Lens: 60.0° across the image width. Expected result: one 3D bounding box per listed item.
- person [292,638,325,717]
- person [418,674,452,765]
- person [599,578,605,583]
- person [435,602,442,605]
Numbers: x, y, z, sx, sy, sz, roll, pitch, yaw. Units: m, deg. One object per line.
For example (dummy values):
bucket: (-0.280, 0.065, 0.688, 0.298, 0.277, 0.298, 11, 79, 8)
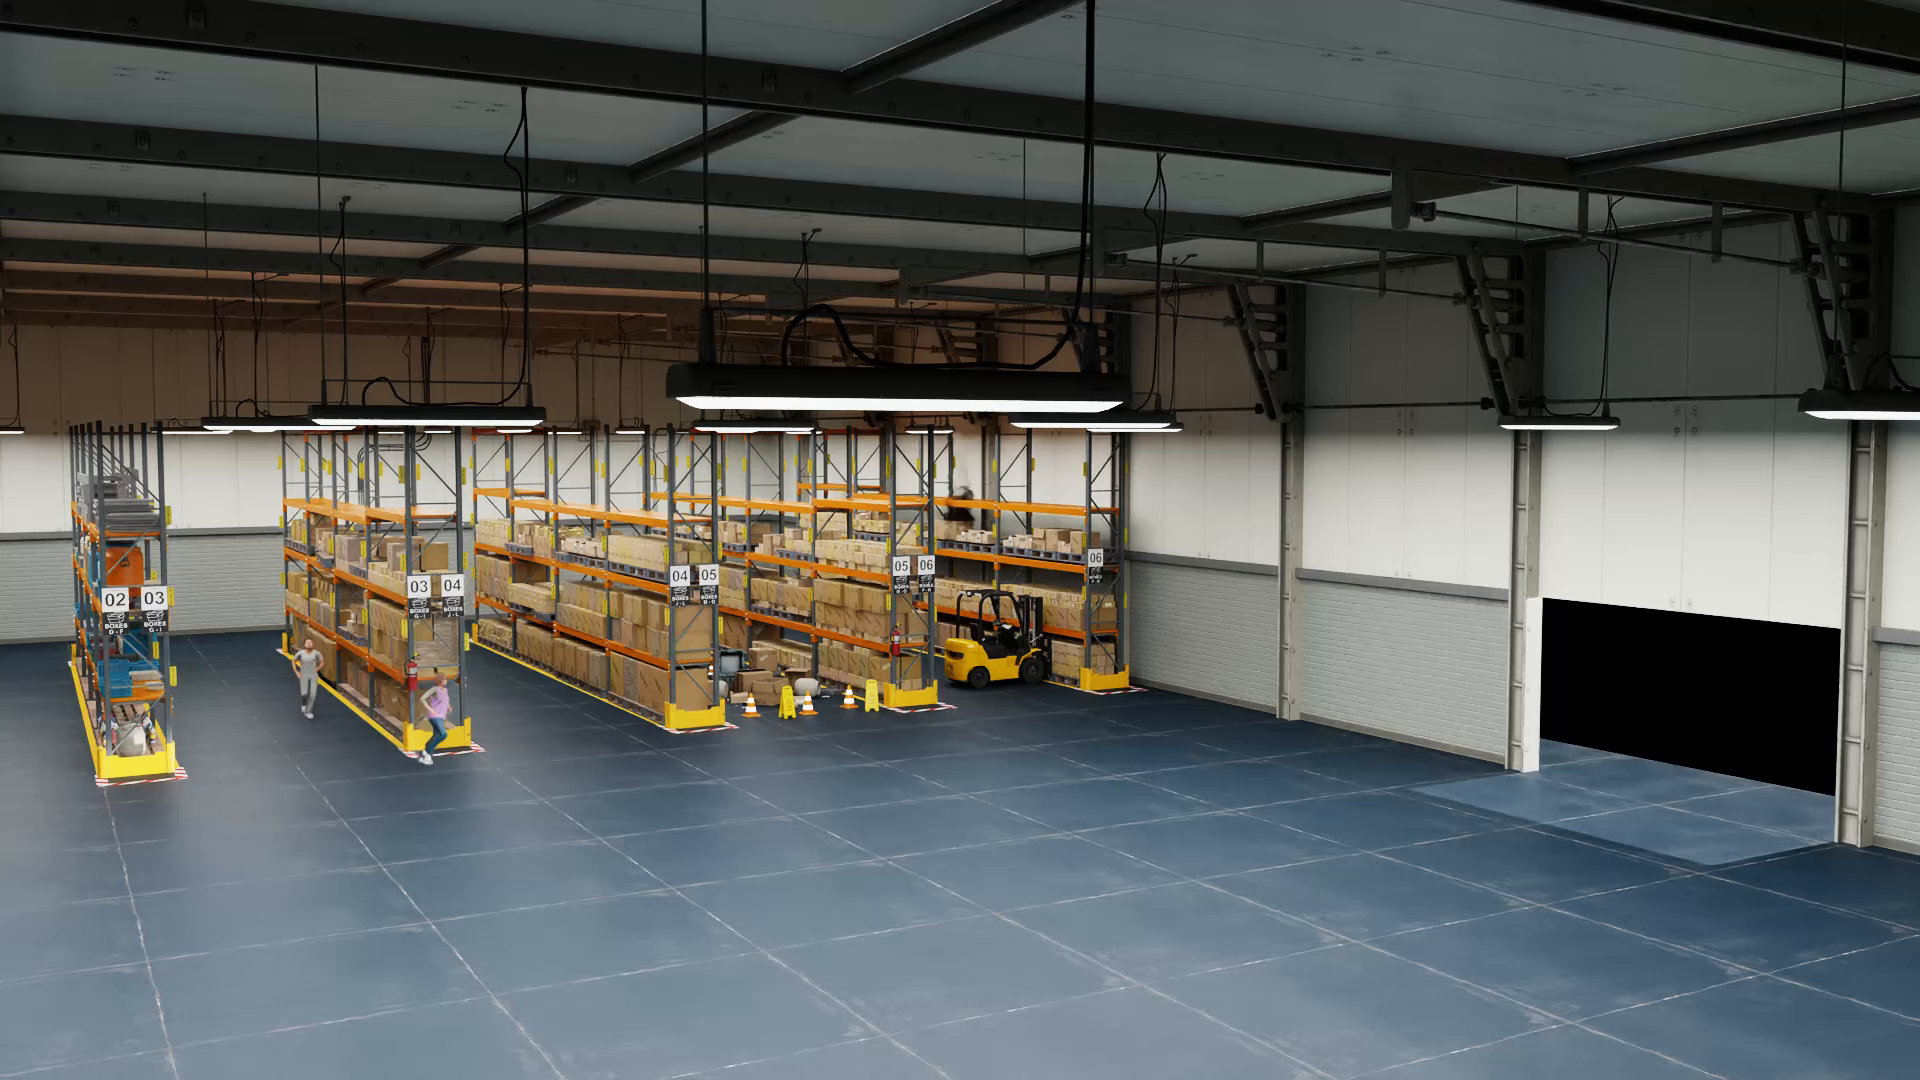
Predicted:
person: (-13.273, 2.808, 33.907, 0.622, 1.625, 0.519, -2, 4, -25)
person: (-9.187, 3.139, 29.201, 0.570, 1.561, 0.566, 1, 4, 9)
person: (-10.620, 1.792, 49.587, 0.840, 1.737, 0.716, -2, 4, -31)
person: (-14.518, 2.015, 46.183, 0.704, 1.731, 0.672, 0, 4, 6)
